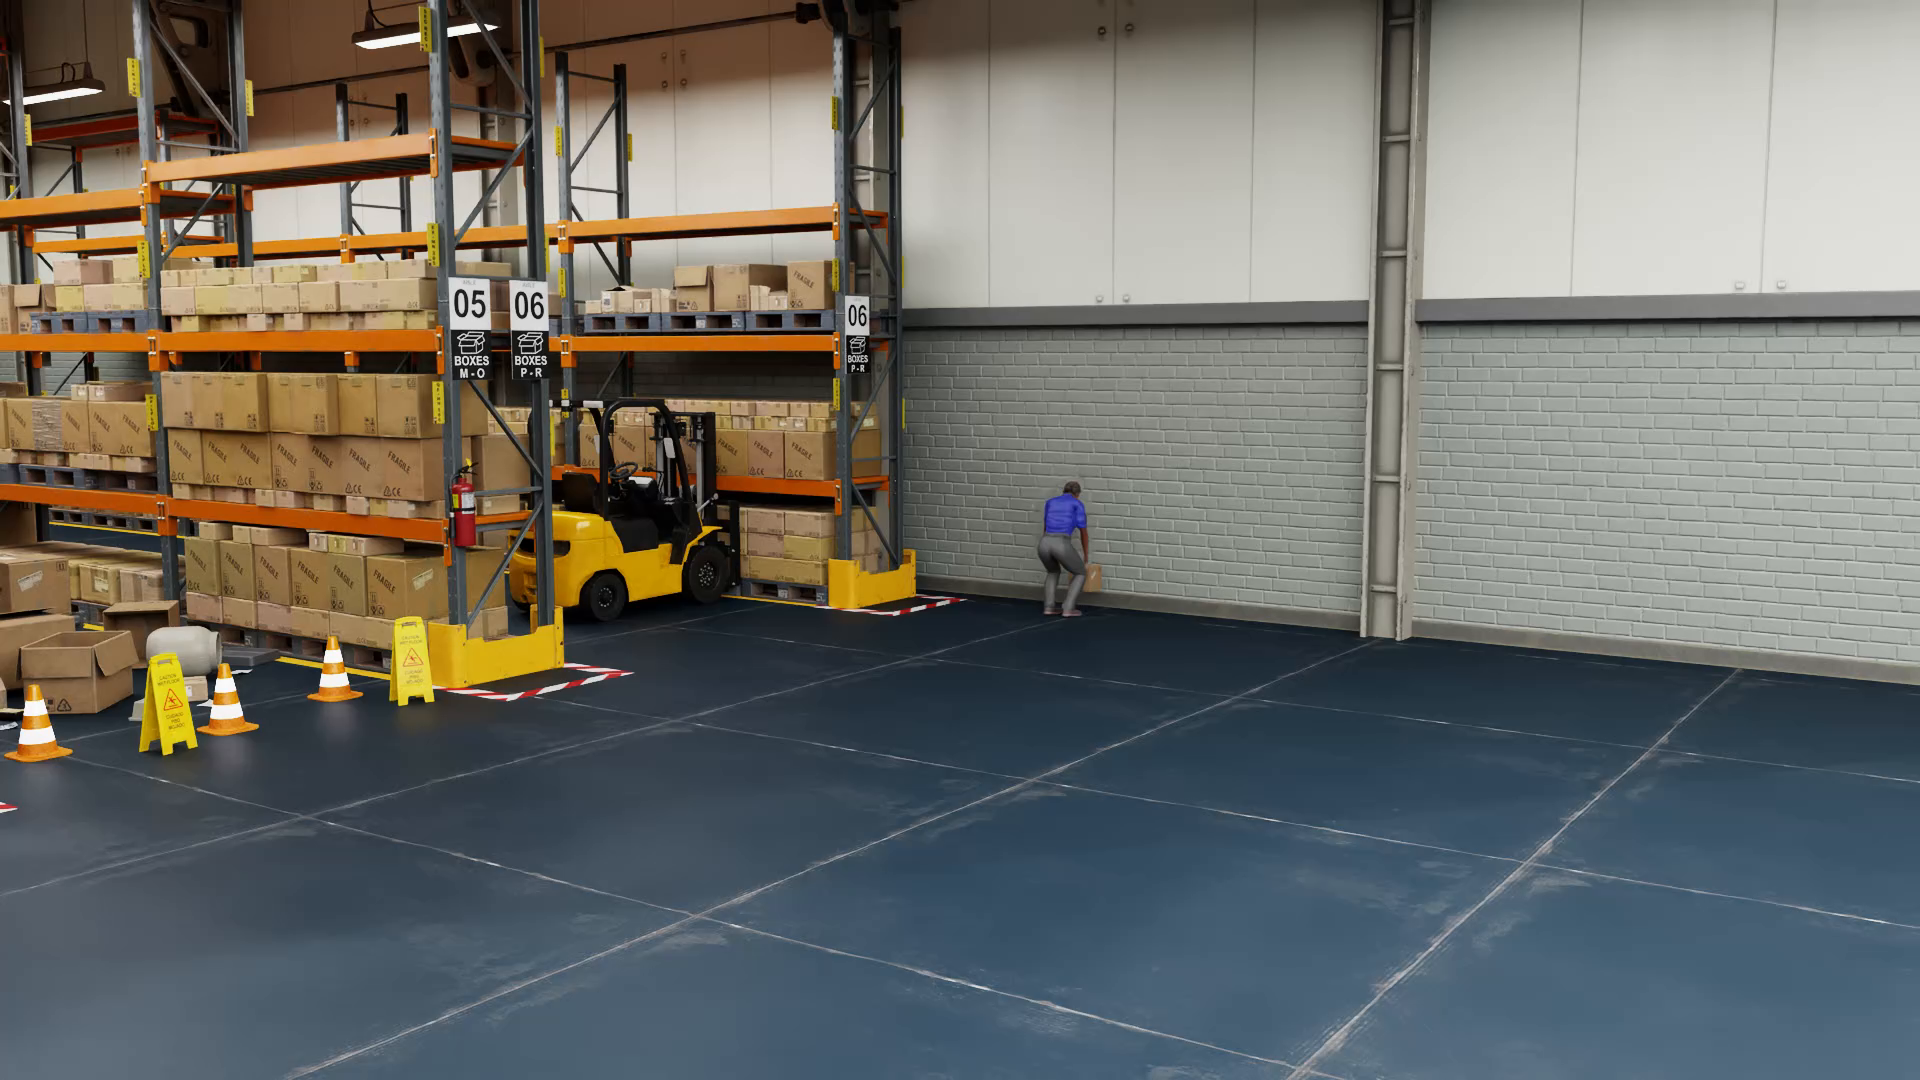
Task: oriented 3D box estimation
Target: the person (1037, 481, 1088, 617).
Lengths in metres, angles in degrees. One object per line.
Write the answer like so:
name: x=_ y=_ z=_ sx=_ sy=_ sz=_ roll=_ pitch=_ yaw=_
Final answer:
person: x=1.014 y=0.092 z=16.693 sx=0.496 sy=1.336 sz=0.652 roll=4 pitch=8 yaw=34
